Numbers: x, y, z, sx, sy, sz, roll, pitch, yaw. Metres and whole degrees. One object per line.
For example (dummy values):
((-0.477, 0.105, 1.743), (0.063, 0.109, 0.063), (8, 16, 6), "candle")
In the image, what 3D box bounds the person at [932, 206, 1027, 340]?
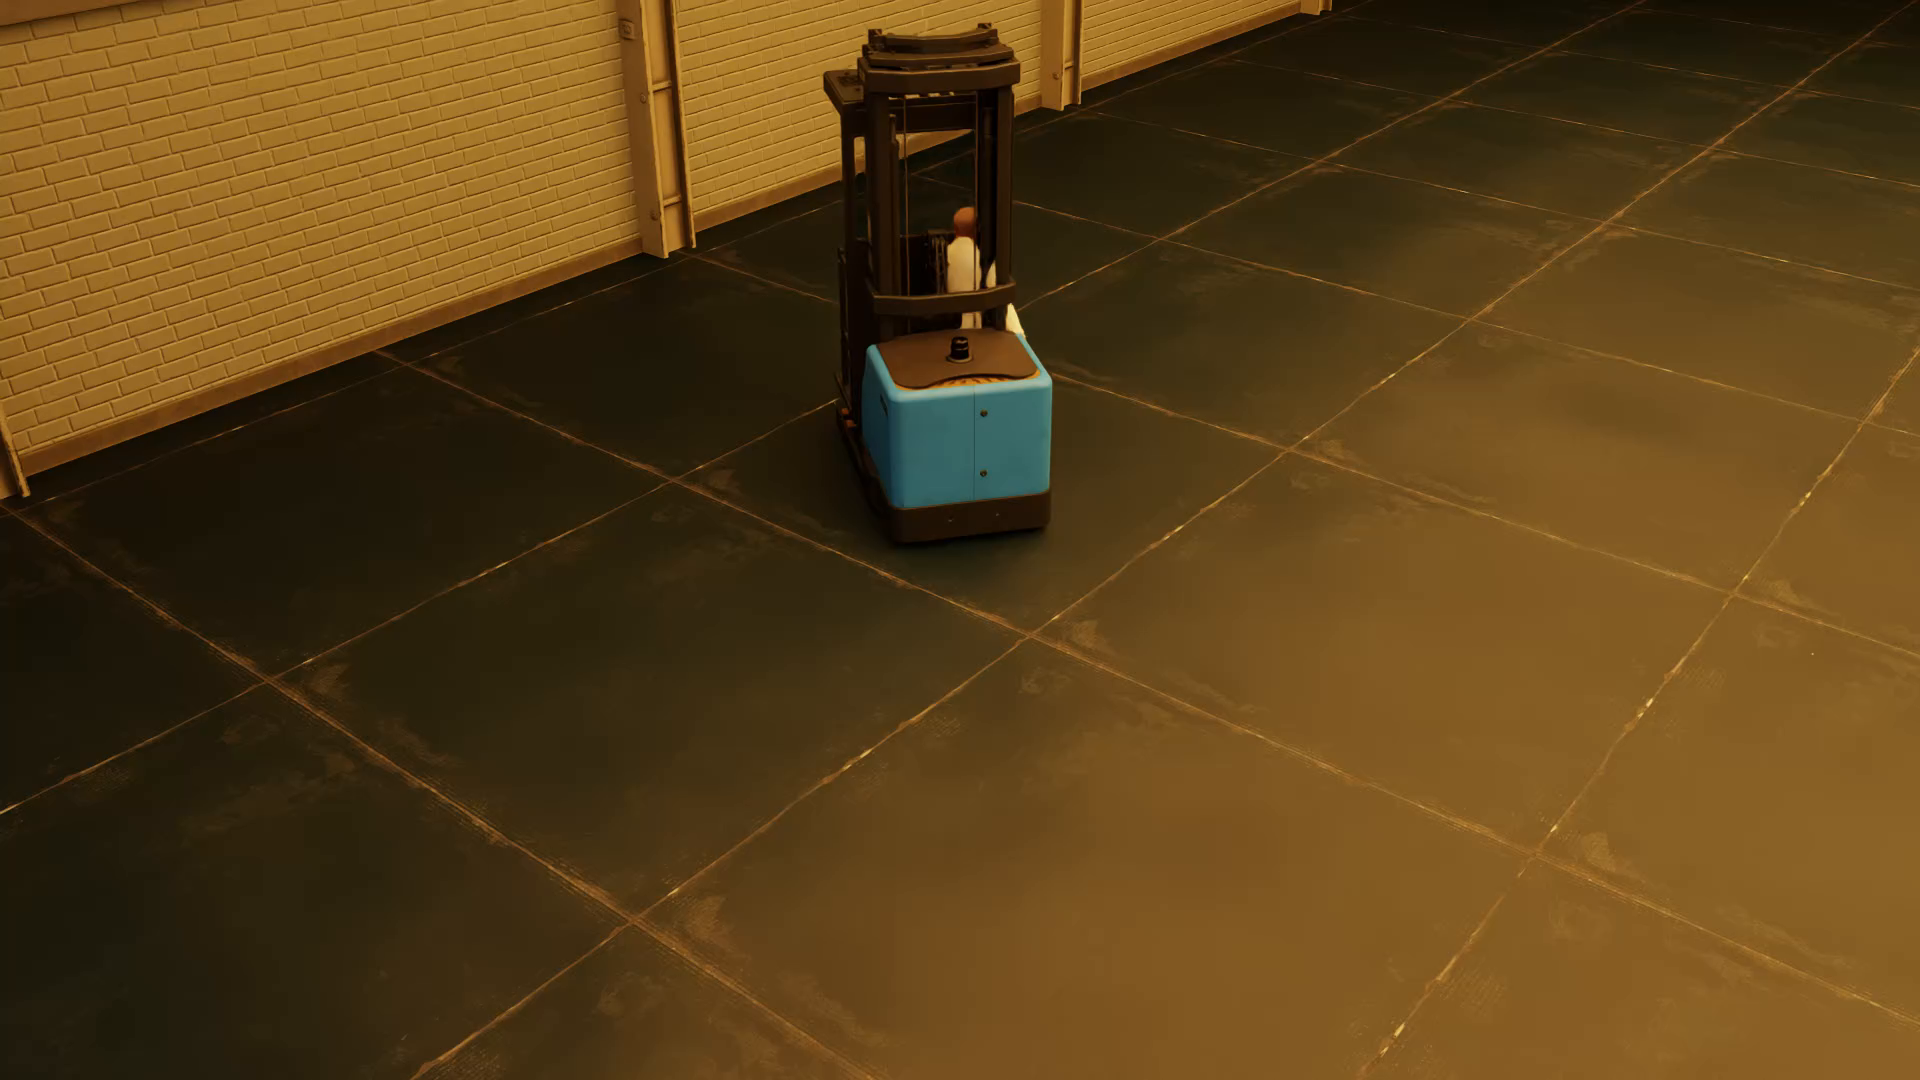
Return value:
((0.170, -1.437, 11.077), (0.887, 1.643, 1.065), (19, 35, 29), "person")

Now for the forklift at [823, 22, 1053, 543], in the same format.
((-0.258, -1.978, 10.981), (1.130, 2.935, 3.031), (-7, 31, -11), "forklift")
